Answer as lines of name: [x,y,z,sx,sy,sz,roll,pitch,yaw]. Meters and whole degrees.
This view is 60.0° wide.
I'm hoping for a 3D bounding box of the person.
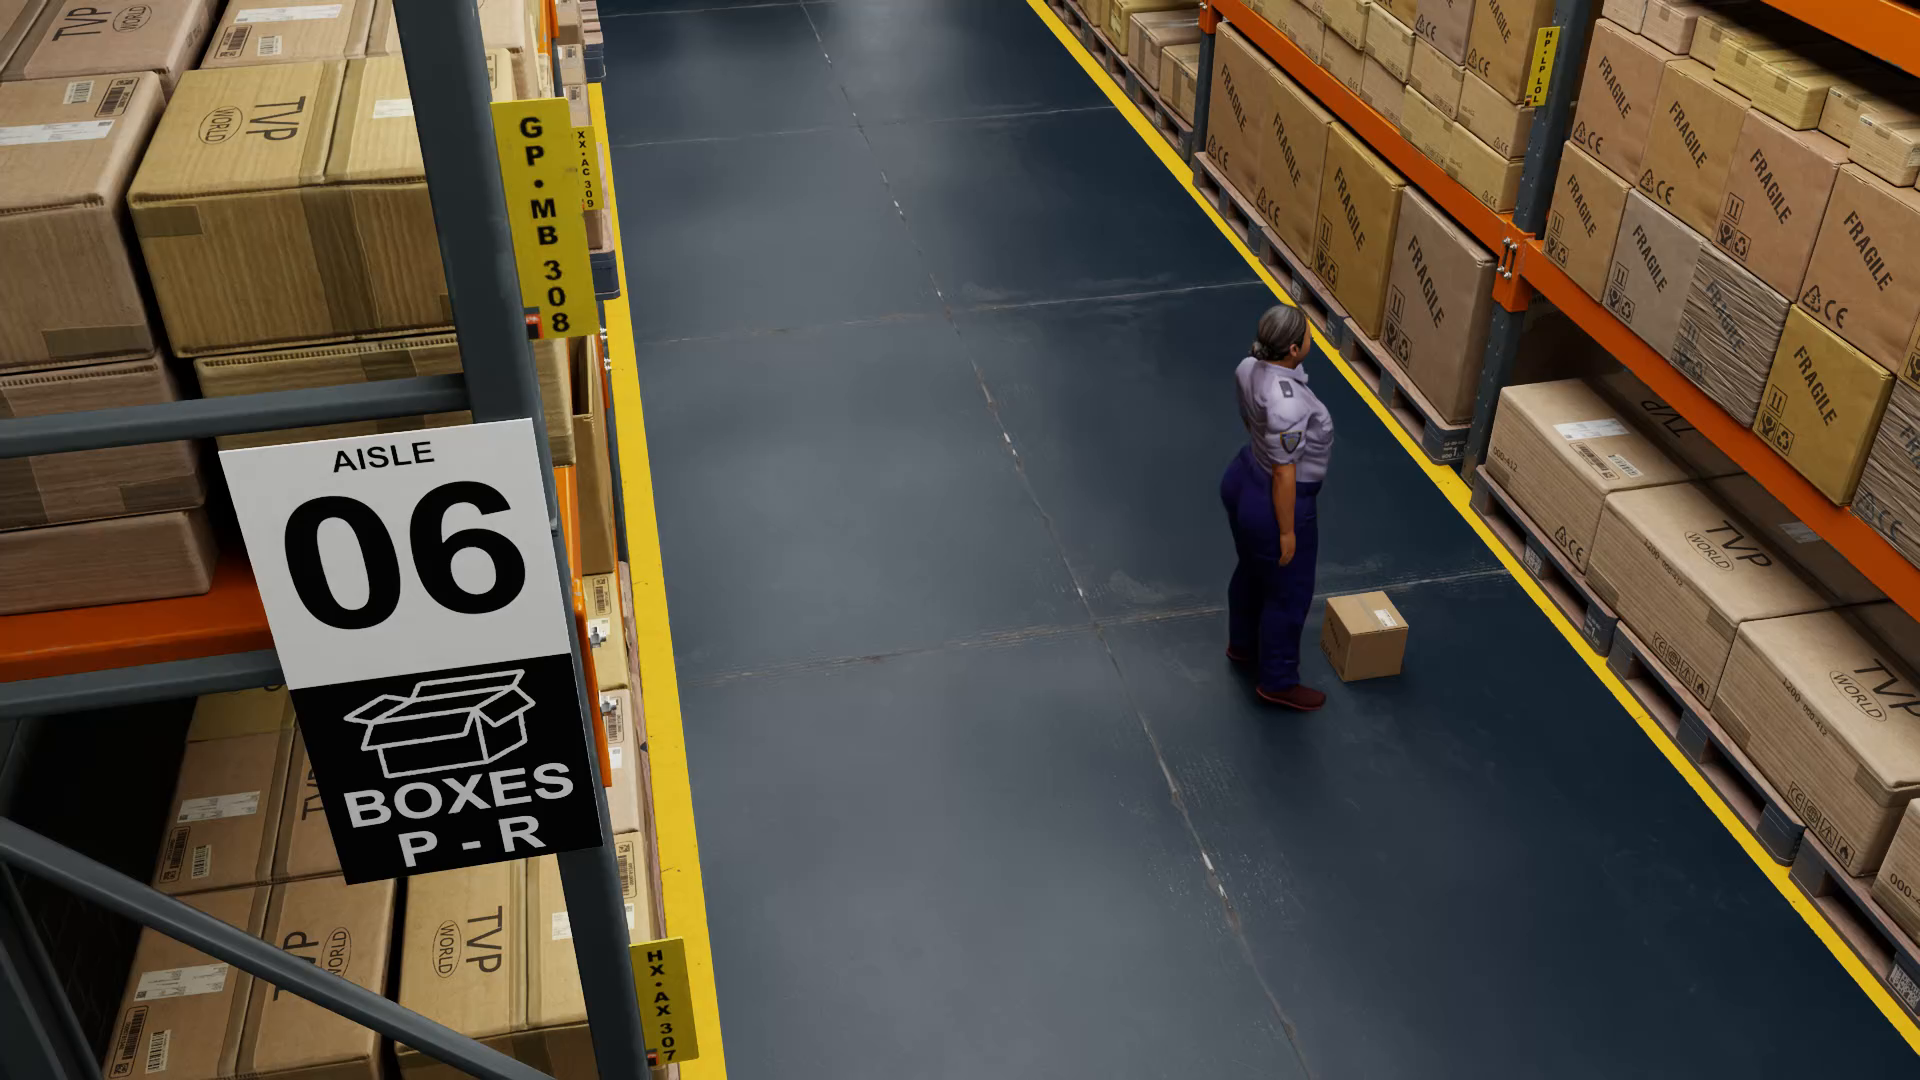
person: [1.221,-0.131,6.335,0.417,1.689,0.526,-7,35,-10]
